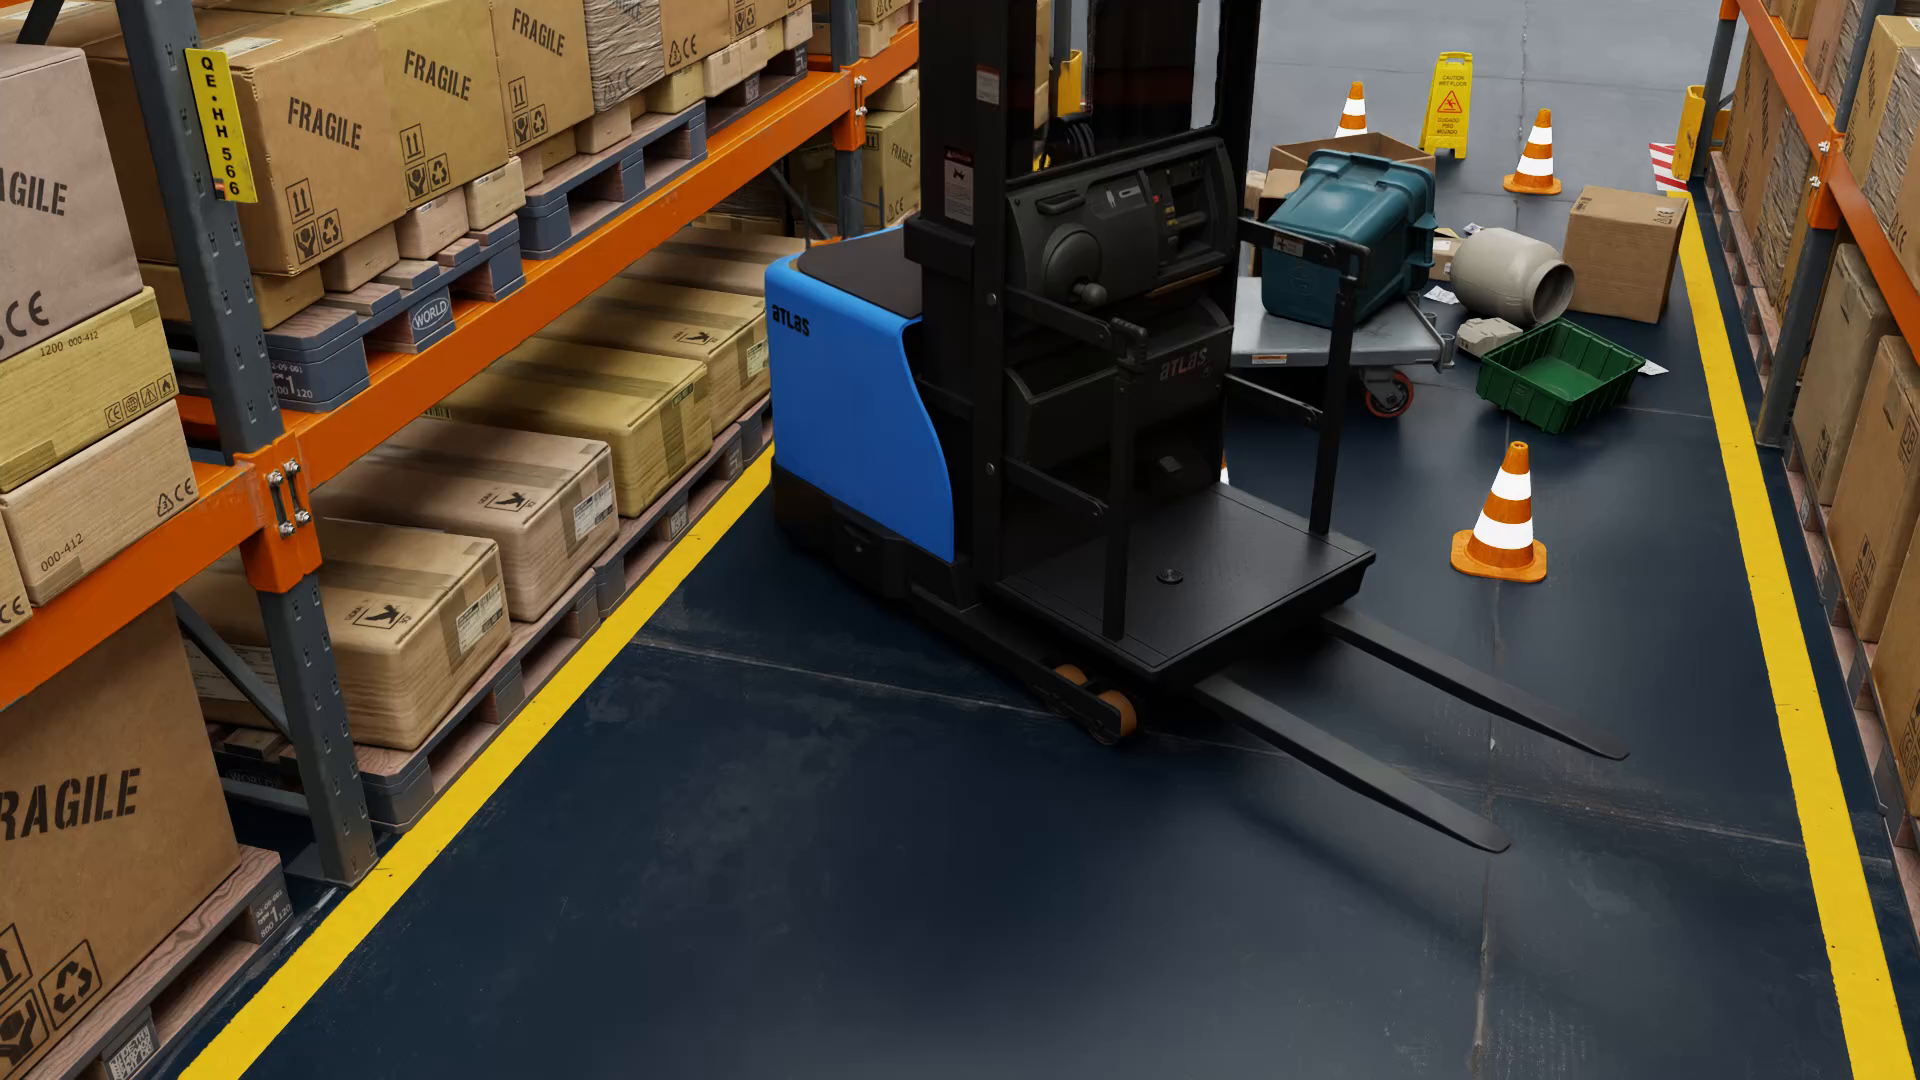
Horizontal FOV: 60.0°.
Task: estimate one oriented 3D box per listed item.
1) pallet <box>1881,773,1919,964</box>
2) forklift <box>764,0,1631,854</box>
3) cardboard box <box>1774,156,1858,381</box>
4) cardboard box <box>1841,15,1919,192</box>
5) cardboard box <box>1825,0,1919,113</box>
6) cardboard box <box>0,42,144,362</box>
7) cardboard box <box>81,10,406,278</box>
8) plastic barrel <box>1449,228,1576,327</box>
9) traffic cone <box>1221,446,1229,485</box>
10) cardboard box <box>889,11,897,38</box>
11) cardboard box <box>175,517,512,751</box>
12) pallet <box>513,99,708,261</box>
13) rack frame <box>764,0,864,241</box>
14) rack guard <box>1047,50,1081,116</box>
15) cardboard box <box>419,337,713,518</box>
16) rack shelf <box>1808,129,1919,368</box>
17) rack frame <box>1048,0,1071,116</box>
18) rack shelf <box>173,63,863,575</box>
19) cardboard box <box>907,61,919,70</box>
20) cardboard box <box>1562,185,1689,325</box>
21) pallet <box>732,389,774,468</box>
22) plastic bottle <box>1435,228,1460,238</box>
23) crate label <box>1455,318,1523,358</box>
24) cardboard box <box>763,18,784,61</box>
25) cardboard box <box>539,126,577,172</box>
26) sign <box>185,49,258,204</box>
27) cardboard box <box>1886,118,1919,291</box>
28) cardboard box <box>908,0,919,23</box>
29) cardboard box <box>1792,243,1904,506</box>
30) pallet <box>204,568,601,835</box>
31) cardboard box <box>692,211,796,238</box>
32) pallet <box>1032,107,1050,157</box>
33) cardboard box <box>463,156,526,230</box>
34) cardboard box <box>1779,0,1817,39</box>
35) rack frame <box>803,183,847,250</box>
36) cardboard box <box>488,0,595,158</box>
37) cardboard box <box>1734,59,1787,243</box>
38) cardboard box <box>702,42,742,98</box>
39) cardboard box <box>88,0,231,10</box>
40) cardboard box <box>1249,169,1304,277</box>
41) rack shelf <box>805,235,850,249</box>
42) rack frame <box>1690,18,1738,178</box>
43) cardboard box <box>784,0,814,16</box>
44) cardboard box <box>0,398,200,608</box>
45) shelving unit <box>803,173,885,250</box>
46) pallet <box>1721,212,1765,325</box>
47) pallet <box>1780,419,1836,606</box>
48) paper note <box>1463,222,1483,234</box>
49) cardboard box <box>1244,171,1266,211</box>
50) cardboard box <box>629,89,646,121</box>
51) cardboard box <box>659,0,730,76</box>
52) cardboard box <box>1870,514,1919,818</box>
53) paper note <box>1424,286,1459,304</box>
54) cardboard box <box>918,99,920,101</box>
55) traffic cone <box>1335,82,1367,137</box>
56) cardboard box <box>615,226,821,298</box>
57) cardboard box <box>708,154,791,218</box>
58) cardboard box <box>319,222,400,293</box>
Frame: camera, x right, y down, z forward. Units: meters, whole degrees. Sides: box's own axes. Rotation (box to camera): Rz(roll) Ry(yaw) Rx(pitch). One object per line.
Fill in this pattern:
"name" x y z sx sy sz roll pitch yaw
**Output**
"pallet" 2.953 1.067 4.115 1.003 0.211 1.213 8 30 15
"forklift" 0.652 -0.930 4.907 1.130 2.935 3.031 -23 37 -35
"cardboard box" 4.075 -1.192 7.061 0.875 0.875 0.875 9 30 16
"cardboard box" 3.412 -1.493 5.745 0.500 0.500 0.500 9 30 15
"cardboard box" 3.920 -1.894 6.414 0.875 0.550 0.550 8 30 15
"cardboard box" -2.014 -0.658 3.217 0.500 0.500 0.500 8 30 14
"cardboard box" -1.759 -0.989 4.101 0.500 0.500 0.500 8 30 13
"plastic barrel" 2.690 -1.275 8.107 0.421 0.421 0.512 -17 34 -28
"traffic cone" 0.907 -0.152 6.047 0.336 0.463 0.334 8 30 15
"cardboard box" -0.515 -2.430 7.791 0.380 0.149 0.250 9 30 16
"cardboard box" -1.937 0.248 4.989 0.950 0.372 0.625 6 30 11
"pallet" -1.571 -1.297 5.694 1.003 0.211 1.213 8 30 15
"rack frame" -0.938 -2.314 7.325 1.000 3.000 0.127 8 30 15
"rack guard" 0.213 -3.045 11.210 1.175 0.500 0.348 8 30 15
"cardboard box" -1.500 -0.447 6.240 0.950 0.372 0.625 10 30 17
"rack shelf" 3.236 -0.411 4.643 1.077 0.370 4.000 8 30 15
"rack frame" 0.236 -4.173 10.666 1.000 3.000 0.127 8 30 15
"rack shelf" -1.525 -1.070 5.829 1.077 0.370 4.000 8 30 15
"cardboard box" -0.264 -2.432 8.493 0.380 0.149 0.250 10 31 17
"cardboard box" 3.298 -1.431 8.306 0.500 0.500 0.500 14 32 23
"pallet" -1.166 -0.734 7.352 1.003 0.211 1.213 8 30 15
"plastic bottle" 2.679 -1.643 9.140 0.133 0.061 0.283 -1 29 -3
"crate label" 2.488 -0.943 7.805 0.298 0.136 0.250 -12 31 -20
"cardboard box" -0.920 -1.989 6.567 0.380 0.149 0.250 8 30 13
"cardboard box" -1.458 -1.286 5.302 0.380 0.149 0.250 10 31 17
"sign" -1.581 -0.884 3.562 0.100 0.325 0.005 8 30 15
"cardboard box" 3.115 -1.026 4.906 0.500 0.500 0.500 8 30 15
"cardboard box" -0.360 -2.668 8.218 0.380 0.149 0.250 9 30 16
"cardboard box" 3.727 -0.554 6.042 1.050 0.750 0.750 8 30 15
"pallet" -1.882 0.400 5.313 1.003 0.211 1.213 8 30 15
"cardboard box" -1.022 -1.609 8.454 0.500 0.250 0.500 10 31 17
"pallet" -0.059 -2.547 10.611 1.003 0.211 1.213 8 30 15
"cardboard box" -1.499 -1.026 4.835 0.380 0.149 0.250 9 30 15
"cardboard box" 4.391 -2.647 7.769 0.875 0.550 0.500 8 30 15
"rack frame" -0.498 -0.754 6.372 0.006 1.200 0.240 -24 37 -36
"cardboard box" -1.463 -1.480 4.983 0.500 0.500 0.500 9 30 16
"cardboard box" 4.605 -2.035 8.576 0.875 0.875 0.875 8 30 14
"cardboard box" -1.033 -1.746 6.129 0.380 0.149 0.250 9 30 15
"cardboard box" -2.104 -1.305 4.670 0.500 0.500 0.500 8 30 14
"cardboard box" 1.874 -1.528 8.340 0.797 0.637 0.503 8 30 15
"rack shelf" -0.431 -1.060 6.273 0.180 0.103 0.258 -24 37 -36
"rack frame" 4.997 -3.514 9.481 1.000 3.000 0.127 8 30 15
"cardboard box" -0.855 -2.424 6.681 0.500 0.500 0.500 8 30 14
"cardboard box" -2.013 -0.118 3.530 0.500 0.250 0.500 7 30 13
"shelving unit" -0.431 -0.784 6.426 0.189 1.200 0.258 -24 37 -36
"pallet" 4.477 -1.347 8.455 1.003 0.211 1.213 8 30 15
"pallet" 3.669 -0.067 6.153 1.003 0.211 1.213 8 30 15
"paper note" 2.926 -1.748 9.363 0.144 0.017 0.142 20 35 32
"cardboard box" 1.782 -2.030 9.747 0.250 0.149 0.380 -24 37 -37
"cardboard box" -1.314 -1.530 5.741 0.380 0.149 0.250 7 30 13
"cardboard box" -1.156 -1.954 5.837 0.500 0.500 0.500 10 30 17
"cardboard box" 3.167 0.327 4.459 1.050 0.750 0.750 9 30 16
"paper note" 2.473 -1.246 8.467 0.172 0.023 0.155 20 35 32
"cardboard box" -0.361 -2.110 8.582 0.500 0.500 0.500 10 31 17
"traffic cone" 2.504 -2.680 10.592 0.336 0.463 0.334 8 30 15
"cardboard box" -1.090 -1.105 7.422 0.950 0.372 0.625 9 30 16
"cardboard box" -1.021 -1.937 8.272 0.500 0.500 0.500 8 30 14
"cardboard box" -1.724 -0.780 4.393 0.380 0.149 0.250 7 30 12
